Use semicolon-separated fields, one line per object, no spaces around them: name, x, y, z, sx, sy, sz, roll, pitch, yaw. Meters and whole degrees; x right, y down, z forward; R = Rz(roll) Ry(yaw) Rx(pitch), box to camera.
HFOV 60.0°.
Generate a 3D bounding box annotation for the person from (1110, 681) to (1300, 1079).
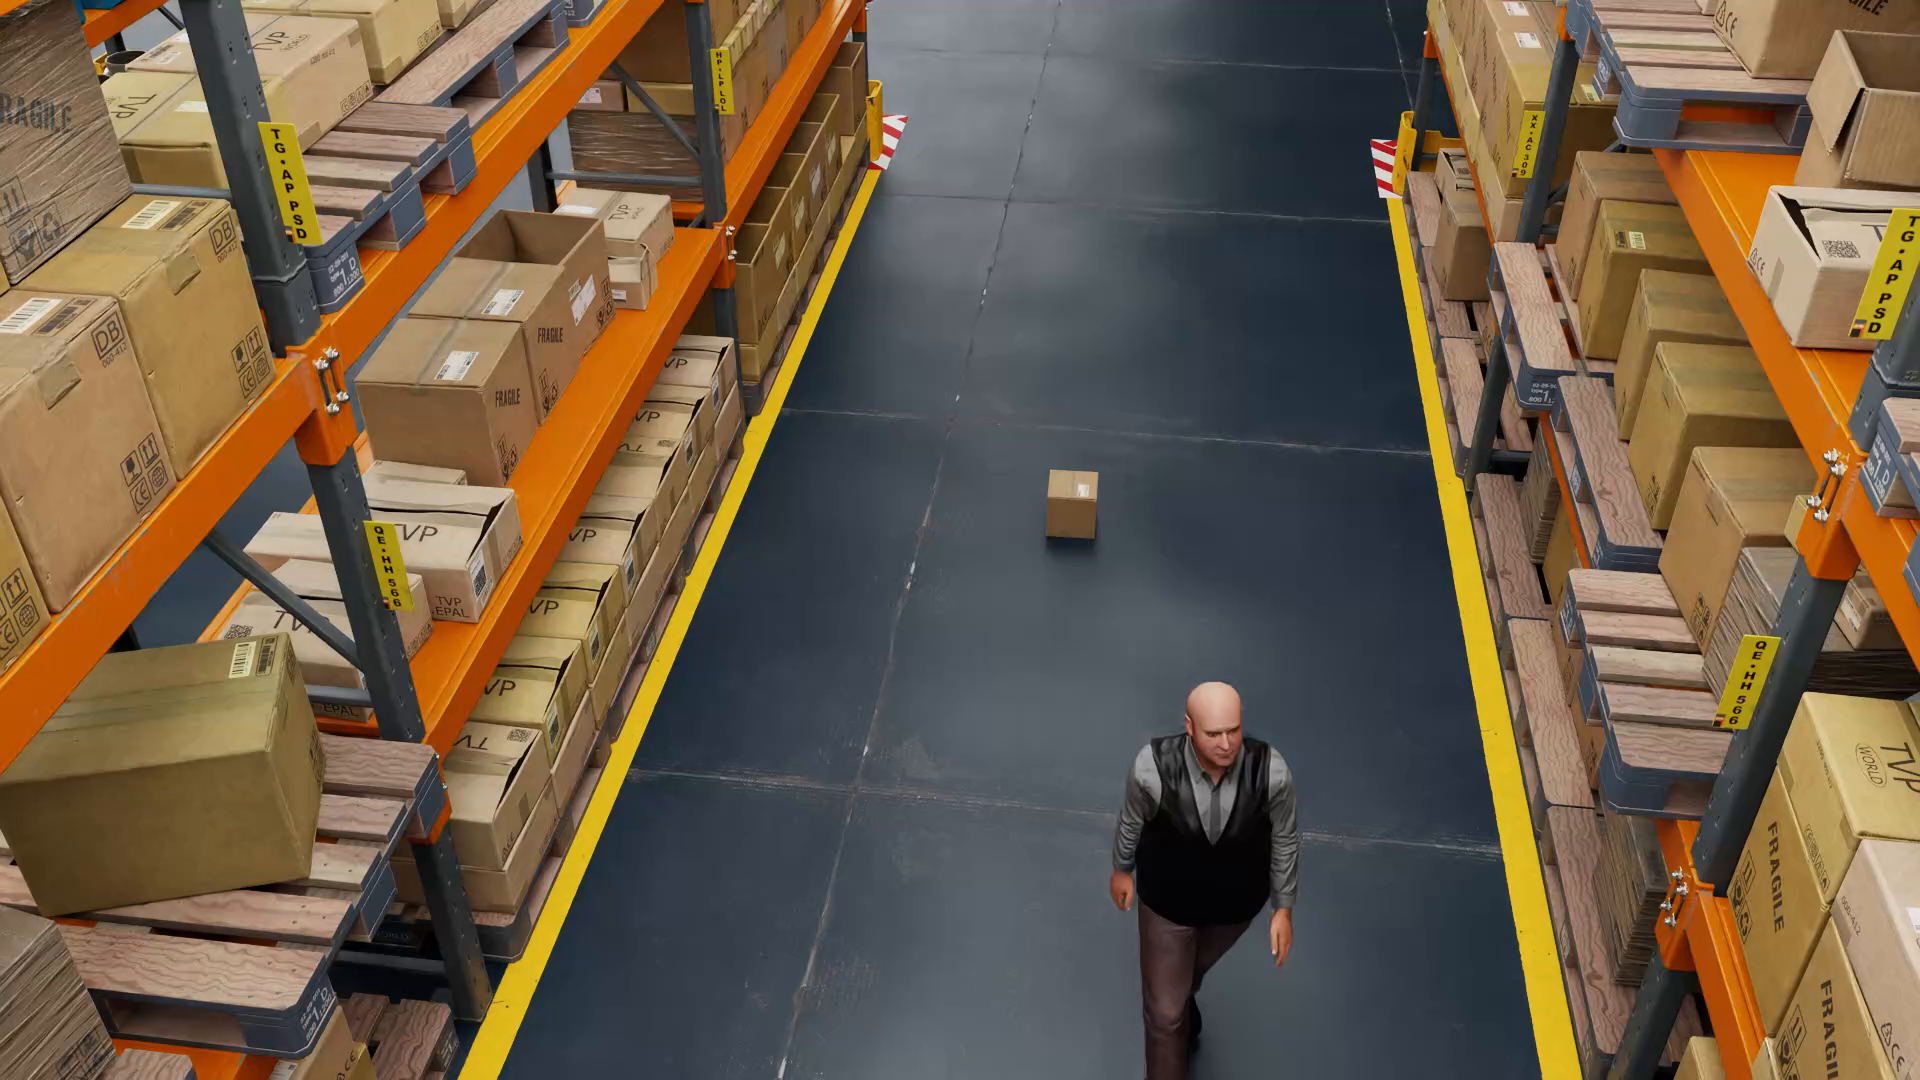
person;0.800;1.210;5.381;0.572;1.708;0.881;-2;36;-3
